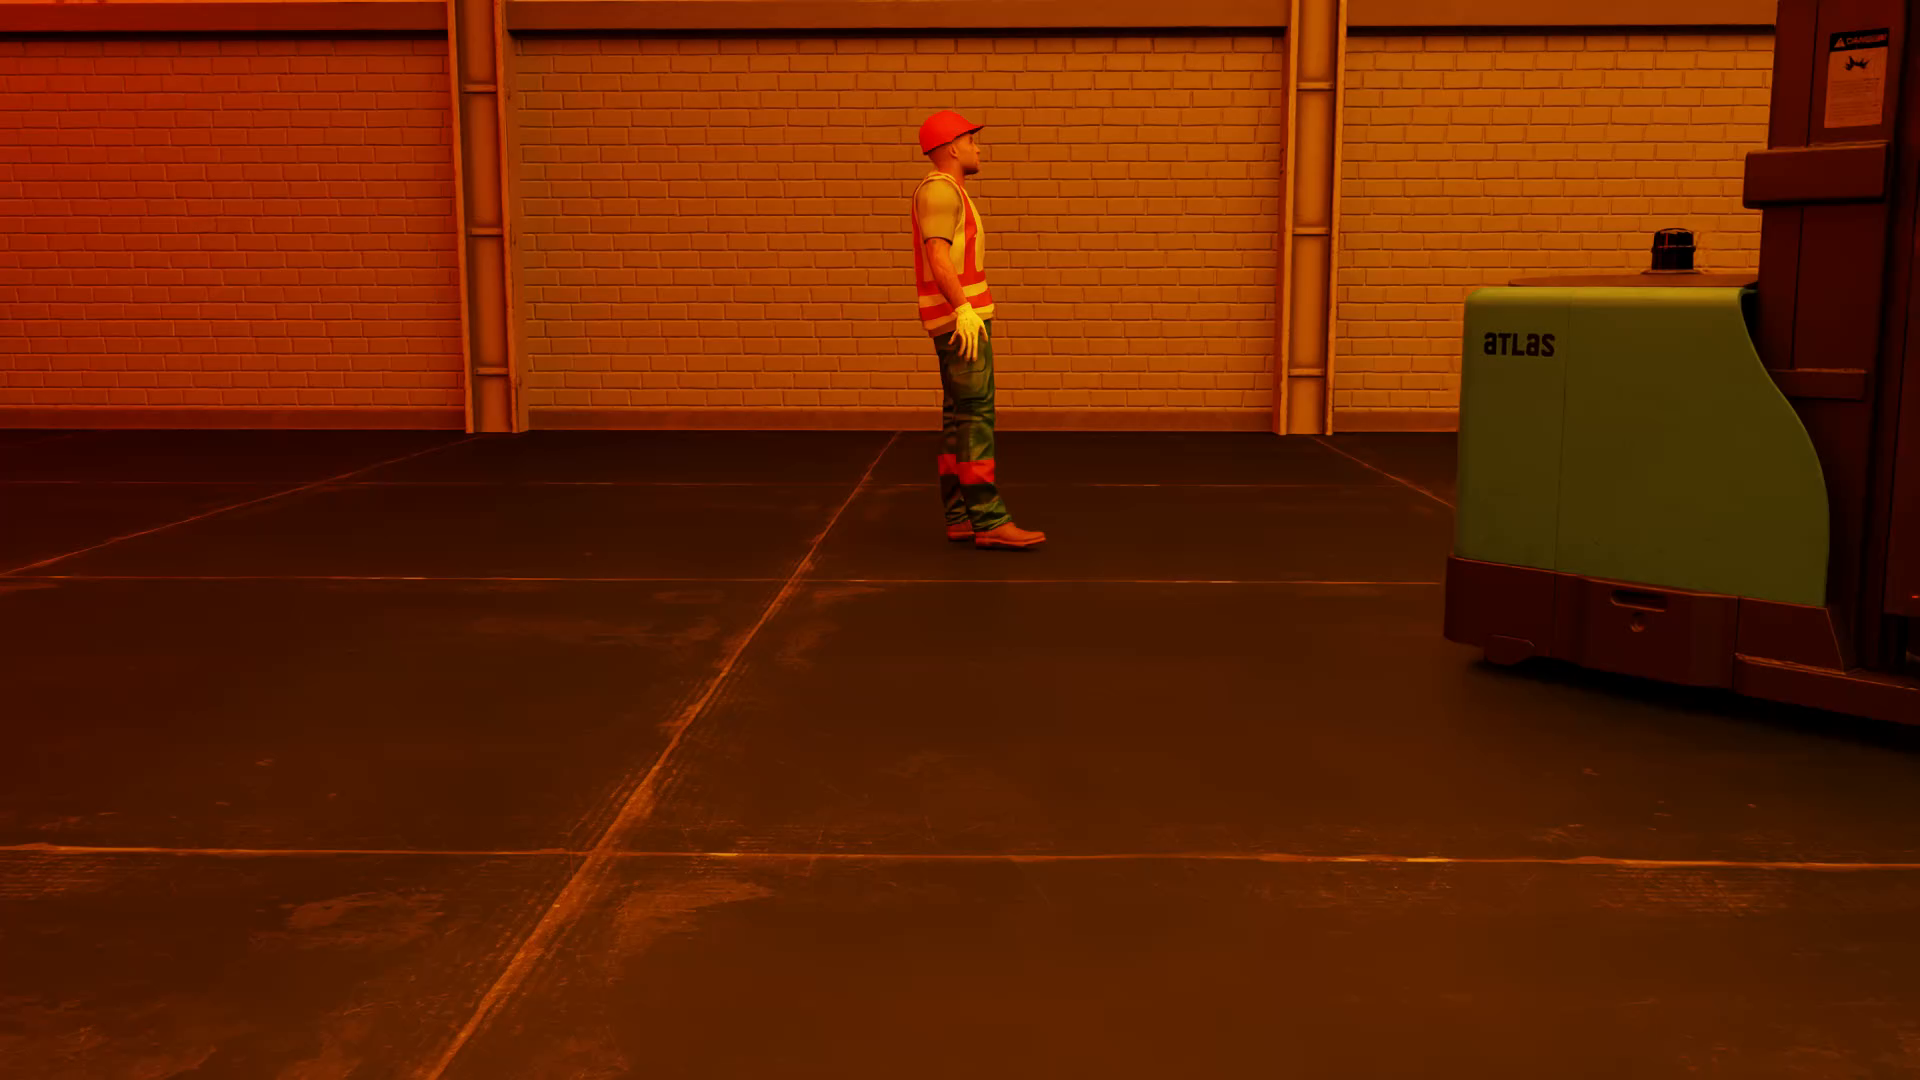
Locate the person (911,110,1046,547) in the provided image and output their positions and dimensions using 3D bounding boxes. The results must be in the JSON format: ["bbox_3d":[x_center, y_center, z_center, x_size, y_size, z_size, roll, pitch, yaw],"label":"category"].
[{"bbox_3d":[0.081,-0.889,6.979,0.562,1.789,0.638,0,9,1],"label":"person"}]

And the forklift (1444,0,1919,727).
[{"bbox_3d":[2.757,-0.979,3.827,1.130,2.935,3.031,-8,12,-41],"label":"forklift"}]
